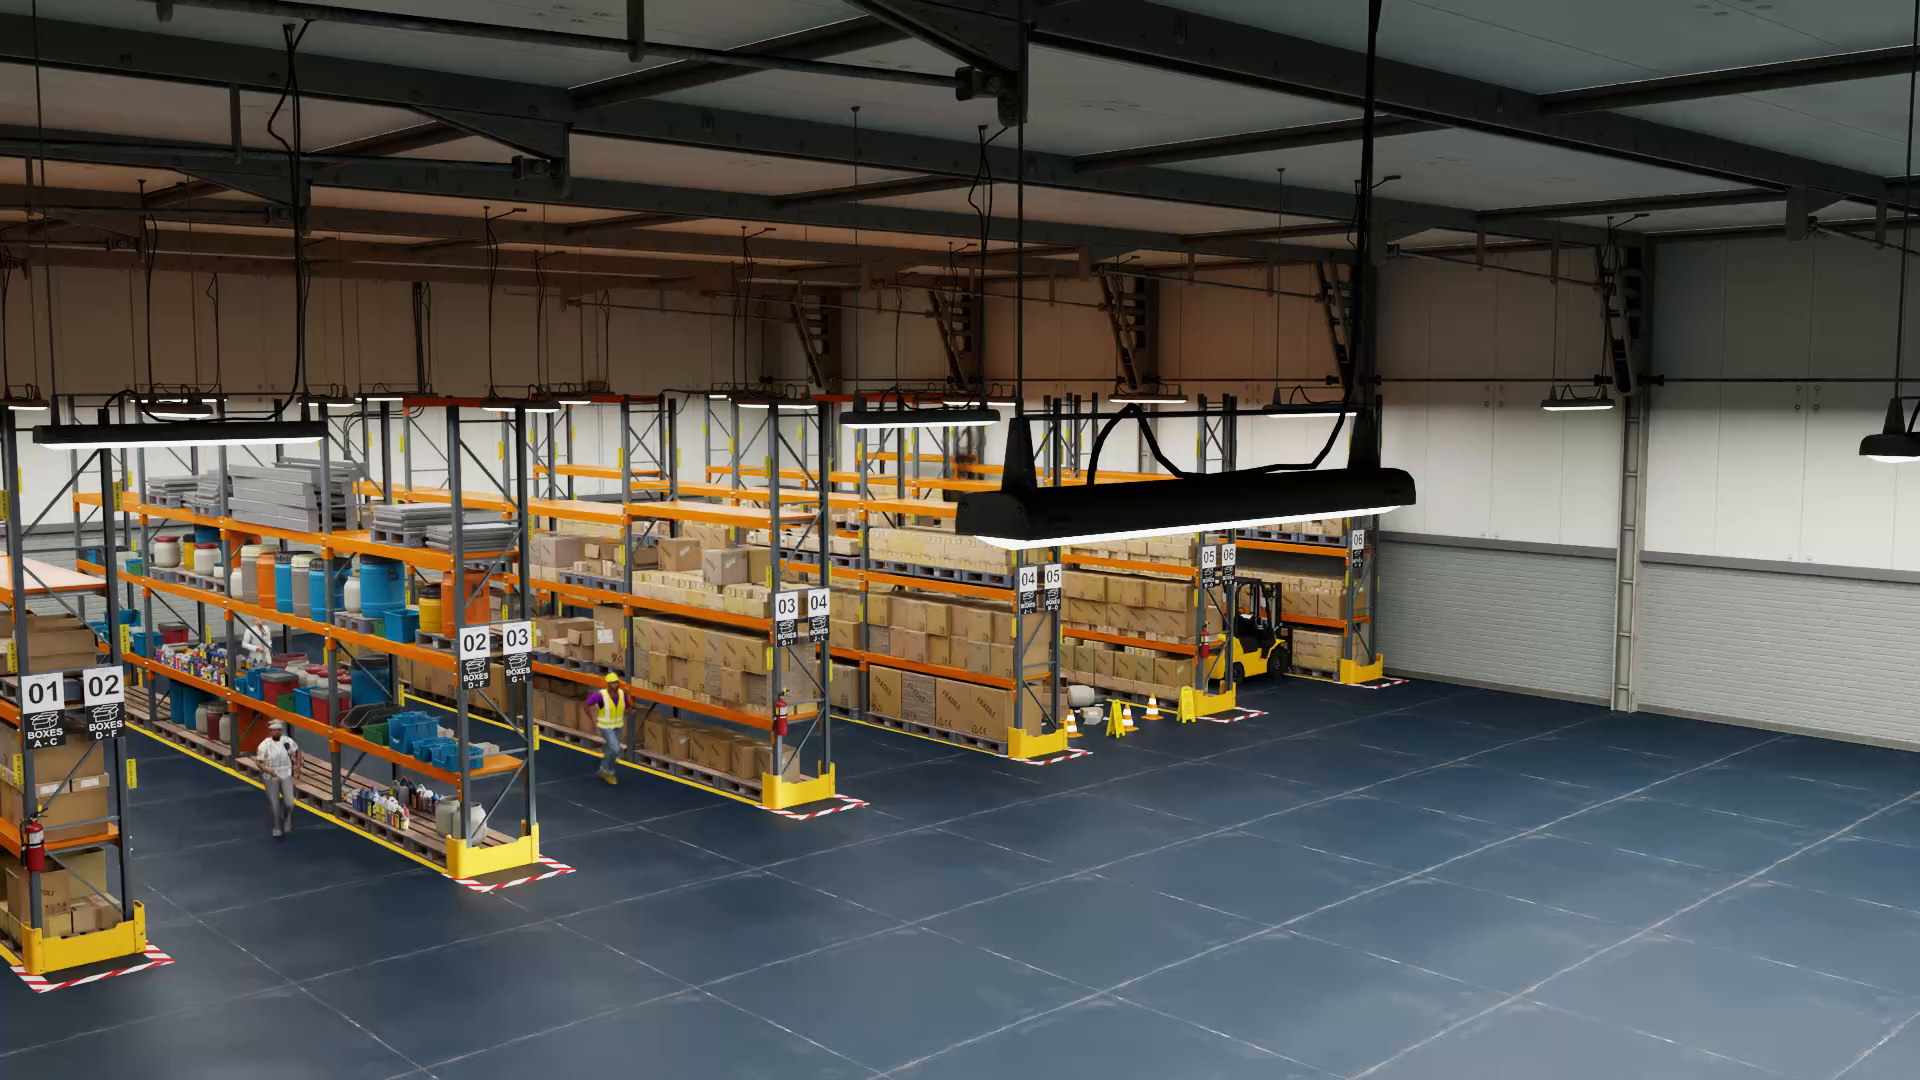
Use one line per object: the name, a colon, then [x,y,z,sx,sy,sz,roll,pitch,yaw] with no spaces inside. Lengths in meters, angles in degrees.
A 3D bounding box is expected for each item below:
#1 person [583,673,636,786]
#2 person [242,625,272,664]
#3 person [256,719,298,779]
person: [-5.450,2.962,25.989,0.766,1.786,0.697,5,8,43]
person: [-13.699,2.407,32.562,0.499,1.435,0.691,4,7,34]
person: [-9.411,2.864,22.937,0.566,0.828,0.359,-3,6,-32]
